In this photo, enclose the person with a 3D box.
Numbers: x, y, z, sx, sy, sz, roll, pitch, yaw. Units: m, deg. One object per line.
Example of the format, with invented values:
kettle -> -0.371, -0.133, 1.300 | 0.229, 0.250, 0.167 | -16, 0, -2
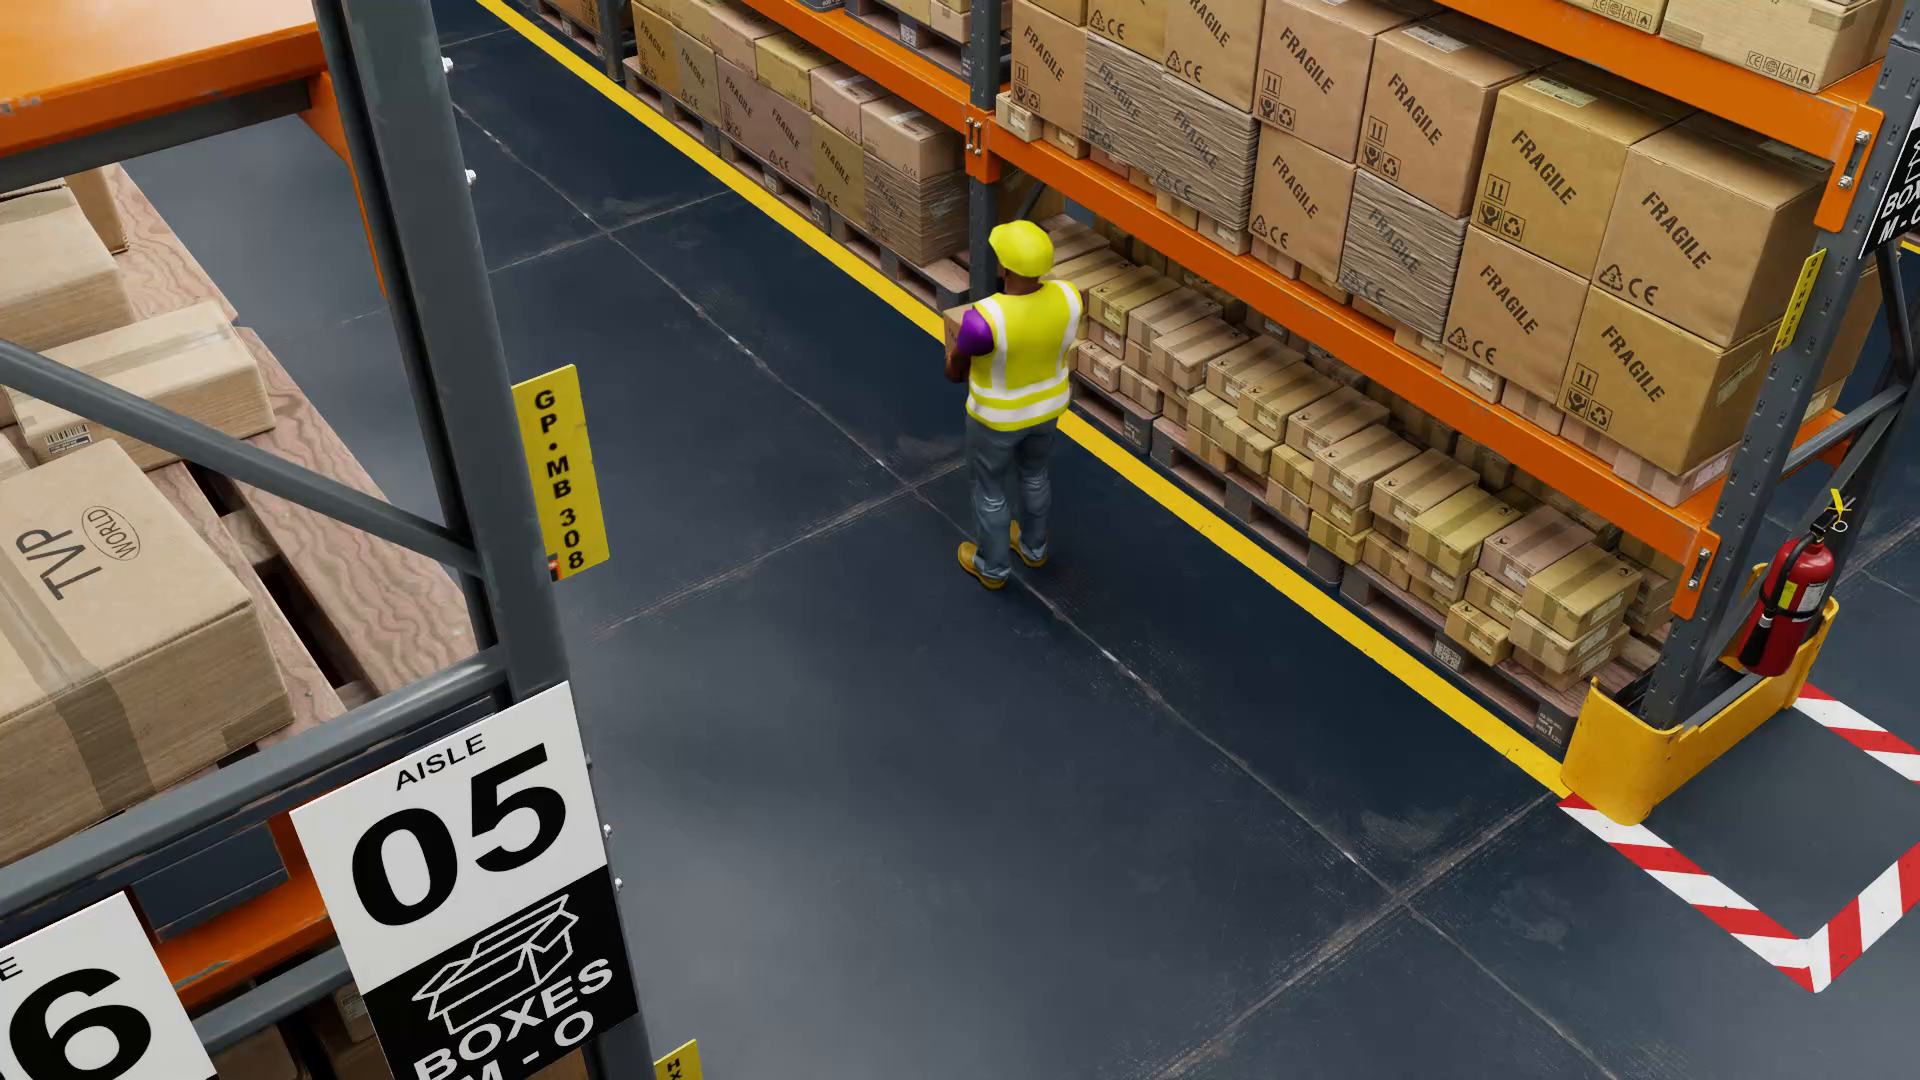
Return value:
person -> 0.177, -0.591, 6.848 | 0.502, 1.758, 0.577 | -19, 44, -21
